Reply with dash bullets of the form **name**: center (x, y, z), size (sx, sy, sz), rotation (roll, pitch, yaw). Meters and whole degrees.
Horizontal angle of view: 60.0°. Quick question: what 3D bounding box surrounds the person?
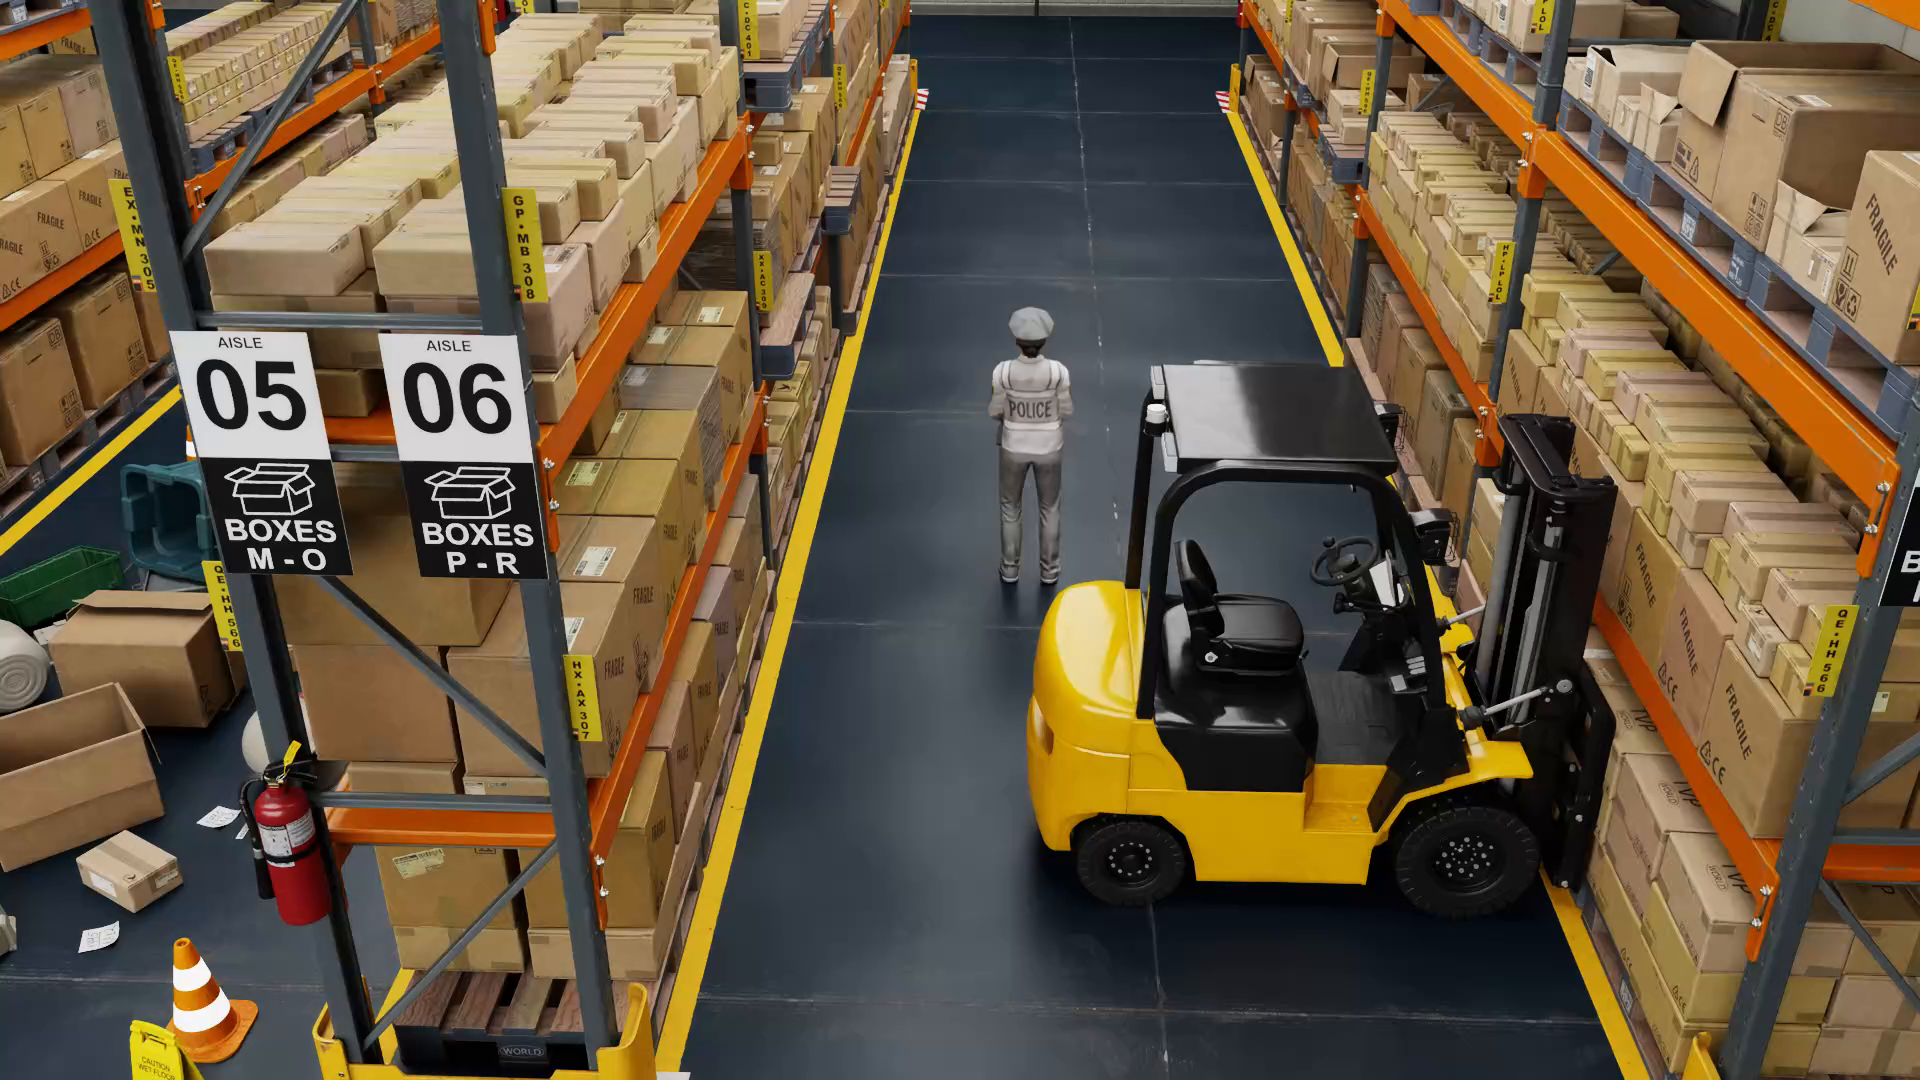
- **person**: center (0.386, -0.524, 9.595), size (0.545, 1.666, 0.370), rotation (0, 28, 0)
